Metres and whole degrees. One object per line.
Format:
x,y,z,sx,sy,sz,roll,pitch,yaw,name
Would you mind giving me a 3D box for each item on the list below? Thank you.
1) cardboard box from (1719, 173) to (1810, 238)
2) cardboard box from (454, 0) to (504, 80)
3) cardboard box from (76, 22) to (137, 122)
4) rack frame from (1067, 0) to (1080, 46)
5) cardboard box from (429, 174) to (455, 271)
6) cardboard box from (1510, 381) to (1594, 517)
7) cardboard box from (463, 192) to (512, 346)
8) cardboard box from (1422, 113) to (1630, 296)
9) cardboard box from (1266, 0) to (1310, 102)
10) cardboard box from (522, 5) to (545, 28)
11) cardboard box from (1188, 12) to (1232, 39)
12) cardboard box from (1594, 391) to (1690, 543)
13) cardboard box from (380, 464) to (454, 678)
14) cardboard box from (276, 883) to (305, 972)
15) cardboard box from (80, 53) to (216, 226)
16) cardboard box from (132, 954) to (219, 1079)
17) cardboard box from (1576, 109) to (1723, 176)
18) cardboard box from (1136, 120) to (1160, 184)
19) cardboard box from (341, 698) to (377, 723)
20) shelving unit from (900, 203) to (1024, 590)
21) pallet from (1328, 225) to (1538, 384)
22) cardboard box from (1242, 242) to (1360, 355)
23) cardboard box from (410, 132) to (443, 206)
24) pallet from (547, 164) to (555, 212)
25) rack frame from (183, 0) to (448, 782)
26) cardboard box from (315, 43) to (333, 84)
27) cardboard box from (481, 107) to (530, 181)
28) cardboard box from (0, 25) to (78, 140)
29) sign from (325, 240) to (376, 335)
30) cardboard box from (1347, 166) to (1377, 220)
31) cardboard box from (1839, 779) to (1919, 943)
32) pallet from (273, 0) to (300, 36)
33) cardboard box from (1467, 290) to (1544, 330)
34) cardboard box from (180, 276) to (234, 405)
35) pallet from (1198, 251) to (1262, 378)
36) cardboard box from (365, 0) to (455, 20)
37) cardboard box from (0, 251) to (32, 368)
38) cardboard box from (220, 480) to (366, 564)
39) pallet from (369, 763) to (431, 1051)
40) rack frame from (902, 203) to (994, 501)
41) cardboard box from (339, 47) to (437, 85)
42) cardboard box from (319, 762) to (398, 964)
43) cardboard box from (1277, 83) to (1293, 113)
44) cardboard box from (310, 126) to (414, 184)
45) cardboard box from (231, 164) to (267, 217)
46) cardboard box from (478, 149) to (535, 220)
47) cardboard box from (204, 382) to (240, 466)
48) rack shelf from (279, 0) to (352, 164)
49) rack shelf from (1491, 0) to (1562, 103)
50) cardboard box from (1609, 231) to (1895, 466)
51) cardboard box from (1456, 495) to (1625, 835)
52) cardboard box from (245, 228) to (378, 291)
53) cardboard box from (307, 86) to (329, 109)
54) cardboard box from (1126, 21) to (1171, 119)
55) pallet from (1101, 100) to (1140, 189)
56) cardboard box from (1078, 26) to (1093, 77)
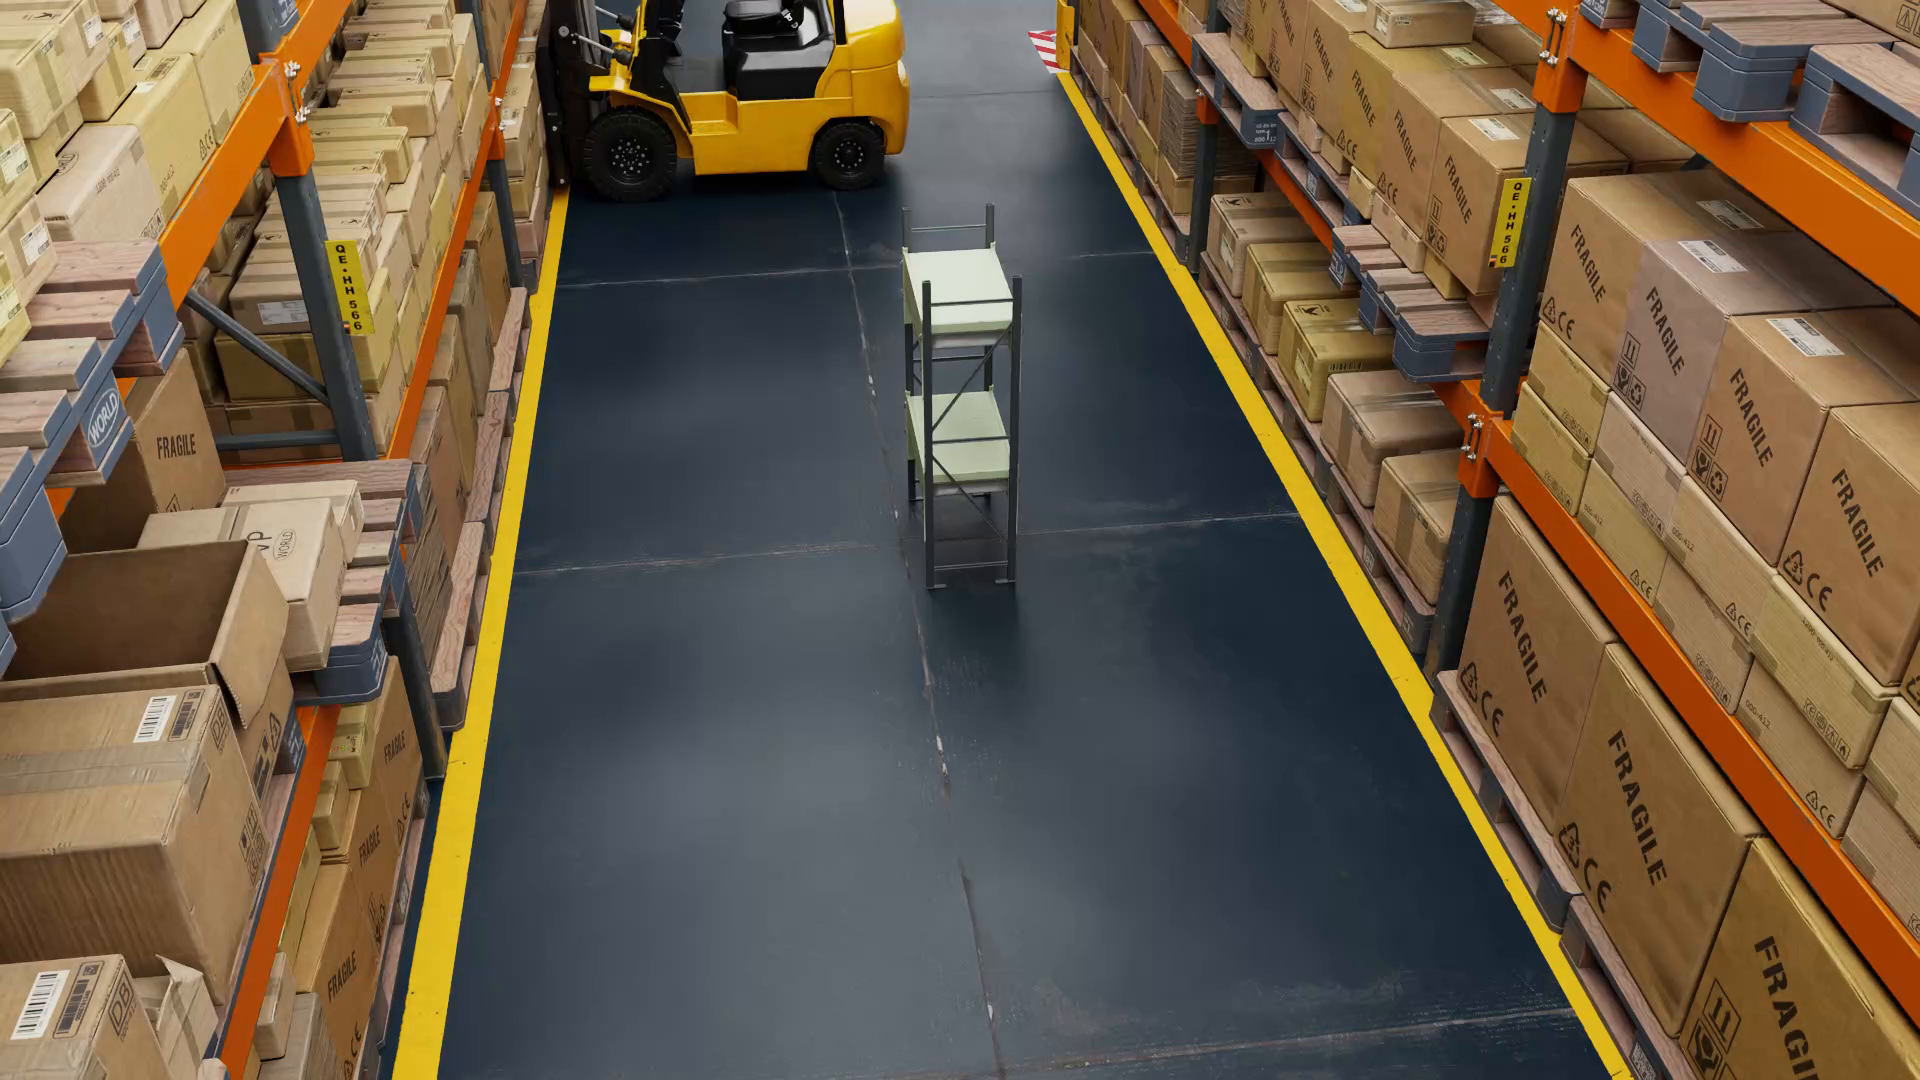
2.761,-0.876,5.396,0.500,0.500,0.500,-5,35,-8,cardboard box
-2.825,-2.854,9.185,0.500,0.500,0.500,-5,35,-8,cardboard box
-2.097,-1.045,3.736,0.380,0.149,0.250,-4,35,-6,cardboard box
1.357,-5.155,12.651,1.000,3.000,0.127,-4,35,-6,rack frame
-2.510,-1.374,7.236,0.500,0.250,0.500,-3,34,-5,cardboard box
2.249,-0.337,5.713,0.500,0.250,0.500,-5,35,-7,cardboard box
-2.942,-1.447,8.945,0.875,0.625,0.625,-3,34,-4,cardboard box
2.096,-1.261,6.211,0.500,0.500,0.500,-5,35,-8,cardboard box
1.794,-2.421,7.913,0.500,0.500,0.500,-5,35,-7,cardboard box
-3.038,-3.429,11.299,0.500,0.250,0.500,-4,34,-6,cardboard box
1.549,-2.975,9.675,0.380,0.149,0.250,-5,35,-7,cardboard box
2.324,-0.245,5.136,0.500,0.250,0.500,-4,34,-5,cardboard box
-2.556,0.146,6.608,0.875,0.625,0.625,-3,34,-5,cardboard box
-2.085,1.125,4.706,0.380,0.149,0.250,-5,35,-7,cardboard box
-2.108,-0.942,3.938,0.500,0.250,0.500,-4,35,-6,cardboard box
-1.754,0.997,3.370,0.396,0.266,0.258,-3,34,-4,cardboard box
2.601,-1.297,6.264,0.500,0.500,0.500,-5,35,-8,cardboard box
1.467,-2.566,10.921,0.500,0.250,0.500,-5,35,-8,cardboard box
-2.168,0.535,5.572,0.380,0.149,0.250,-6,35,-9,cardboard box
-0.001,-0.623,7.333,0.431,1.500,0.755,-4,35,-6,shelving unit
2.231,-1.001,6.726,1.213,0.211,1.003,-4,35,-6,pallet
2.068,-1.317,8.980,0.950,0.372,0.625,-2,34,-3,cardboard box
-2.516,-1.579,7.093,0.500,0.250,0.500,-4,34,-6,cardboard box
-3.256,-2.522,11.263,1.003,0.211,1.213,-4,35,-6,pallet
-2.486,-0.313,5.545,1.000,3.000,0.127,-4,35,-6,rack frame
-3.117,-2.208,7.661,0.380,0.149,0.250,-5,35,-7,cardboard box
-2.778,-2.289,9.626,0.500,0.250,0.500,-5,35,-7,cardboard box
-1.972,-0.884,3.236,0.380,0.149,0.250,-4,35,-6,cardboard box
-1.949,-0.805,5.309,0.100,0.325,0.005,-4,35,-6,sign
1.892,-1.500,7.138,0.380,0.149,0.250,-4,34,-6,cardboard box
2.544,0.805,4.038,0.500,0.250,0.500,-5,35,-8,cardboard box
-2.665,-1.846,5.299,1.213,0.211,1.003,-3,34,-4,pallet
2.155,-0.926,6.295,0.380,0.149,0.250,-3,34,-5,cardboard box
-2.821,-0.687,5.784,0.500,0.250,0.500,-4,34,-5,cardboard box
2.001,-1.336,9.523,1.003,0.211,1.213,-4,35,-6,pallet
-2.758,-2.680,8.355,0.380,0.149,0.250,-3,34,-5,cardboard box
-1.759,-0.340,2.683,0.380,0.149,0.250,-4,34,-5,cardboard box
-2.017,-0.045,5.002,0.380,0.149,0.250,-4,34,-5,cardboard box
-2.423,1.259,5.715,1.003,0.211,1.213,-4,35,-6,pallet
-0.050,-0.828,7.633,0.400,1.500,0.023,-4,35,-6,rack frame
-2.584,-2.110,7.517,0.380,0.149,0.250,-5,35,-8,cardboard box
-2.159,1.046,5.398,0.500,0.500,0.500,-5,35,-7,cardboard box
1.788,-2.221,8.196,0.380,0.149,0.250,-4,34,-6,cardboard box
-2.421,-1.542,6.684,0.380,0.149,0.250,-4,34,-5,cardboard box
-2.910,-1.358,6.415,0.380,0.149,0.250,-5,35,-7,cardboard box
-2.783,-2.082,9.766,0.500,0.250,0.500,-5,35,-7,cardboard box
-2.800,-0.482,5.927,0.500,0.250,0.500,-5,35,-7,cardboard box
-2.755,-2.371,6.541,1.077,0.370,4.000,-4,35,-6,rack shelf
2.163,-2.749,7.095,1.077,0.370,4.000,-4,35,-6,rack shelf
2.333,-0.575,4.954,0.500,0.500,0.500,-4,35,-6,cardboard box
2.443,0.406,6.005,0.875,0.875,0.875,-5,35,-7,cardboard box
-2.274,-0.971,5.847,0.380,0.149,0.250,-4,34,-5,cardboard box
-3.094,-1.818,7.444,0.500,0.250,0.500,-5,35,-8,cardboard box
1.409,-3.148,11.109,0.500,0.500,0.500,-3,34,-4,cardboard box
1.602,-2.825,11.708,1.003,0.211,1.213,-4,35,-6,pallet
1.191,-3.721,12.615,0.500,0.250,0.500,-5,35,-7,cardboard box
